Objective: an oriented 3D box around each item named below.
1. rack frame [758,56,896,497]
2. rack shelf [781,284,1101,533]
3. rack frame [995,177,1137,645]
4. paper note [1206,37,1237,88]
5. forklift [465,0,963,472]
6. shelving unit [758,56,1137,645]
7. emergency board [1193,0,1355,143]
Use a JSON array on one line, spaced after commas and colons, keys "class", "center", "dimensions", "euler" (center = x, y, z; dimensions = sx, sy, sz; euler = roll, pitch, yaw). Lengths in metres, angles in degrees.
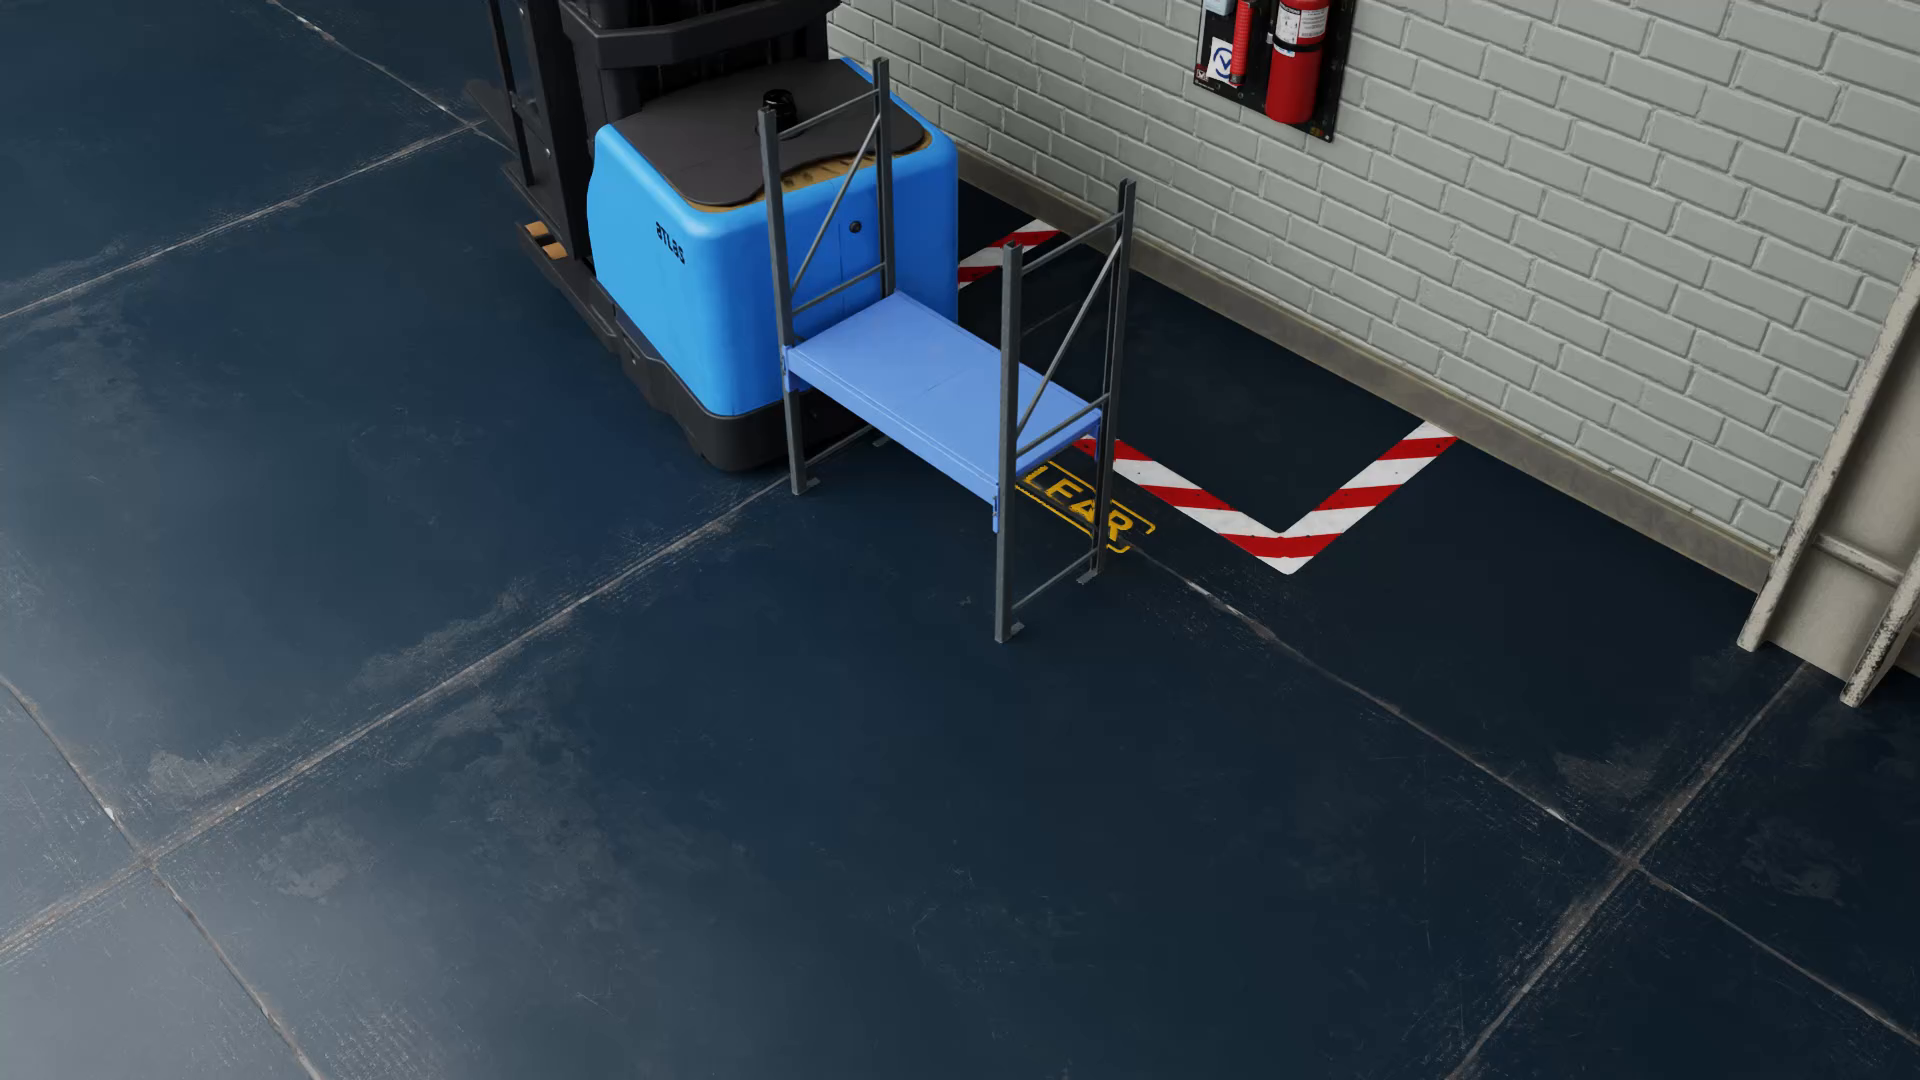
[{"class": "rack frame", "center": [-0.409, -0.830, 5.543], "dimensions": [0.500, 1.500, 0.032], "euler": [-34, 52, -31]}, {"class": "rack shelf", "center": [-0.054, -0.452, 5.399], "dimensions": [0.538, 0.185, 1.000], "euler": [-34, 52, -31]}, {"class": "rack frame", "center": [0.302, -0.337, 5.010], "dimensions": [0.500, 1.500, 0.032], "euler": [-34, 52, -31]}, {"class": "paper note", "center": [0.967, -1.745, 6.077], "dimensions": [0.016, 0.148, 0.142], "euler": [-34, 53, -31]}, {"class": "forklift", "center": [-1.204, -2.297, 6.076], "dimensions": [1.130, 2.935, 3.031], "euler": [-23, 48, -23]}, {"class": "shelving unit", "center": [-0.054, -0.584, 5.276], "dimensions": [0.538, 1.500, 1.048], "euler": [-34, 52, -31]}, {"class": "emergency board", "center": [1.044, -1.950, 5.650], "dimensions": [0.194, 1.169, 0.643], "euler": [-34, 53, -31]}]
